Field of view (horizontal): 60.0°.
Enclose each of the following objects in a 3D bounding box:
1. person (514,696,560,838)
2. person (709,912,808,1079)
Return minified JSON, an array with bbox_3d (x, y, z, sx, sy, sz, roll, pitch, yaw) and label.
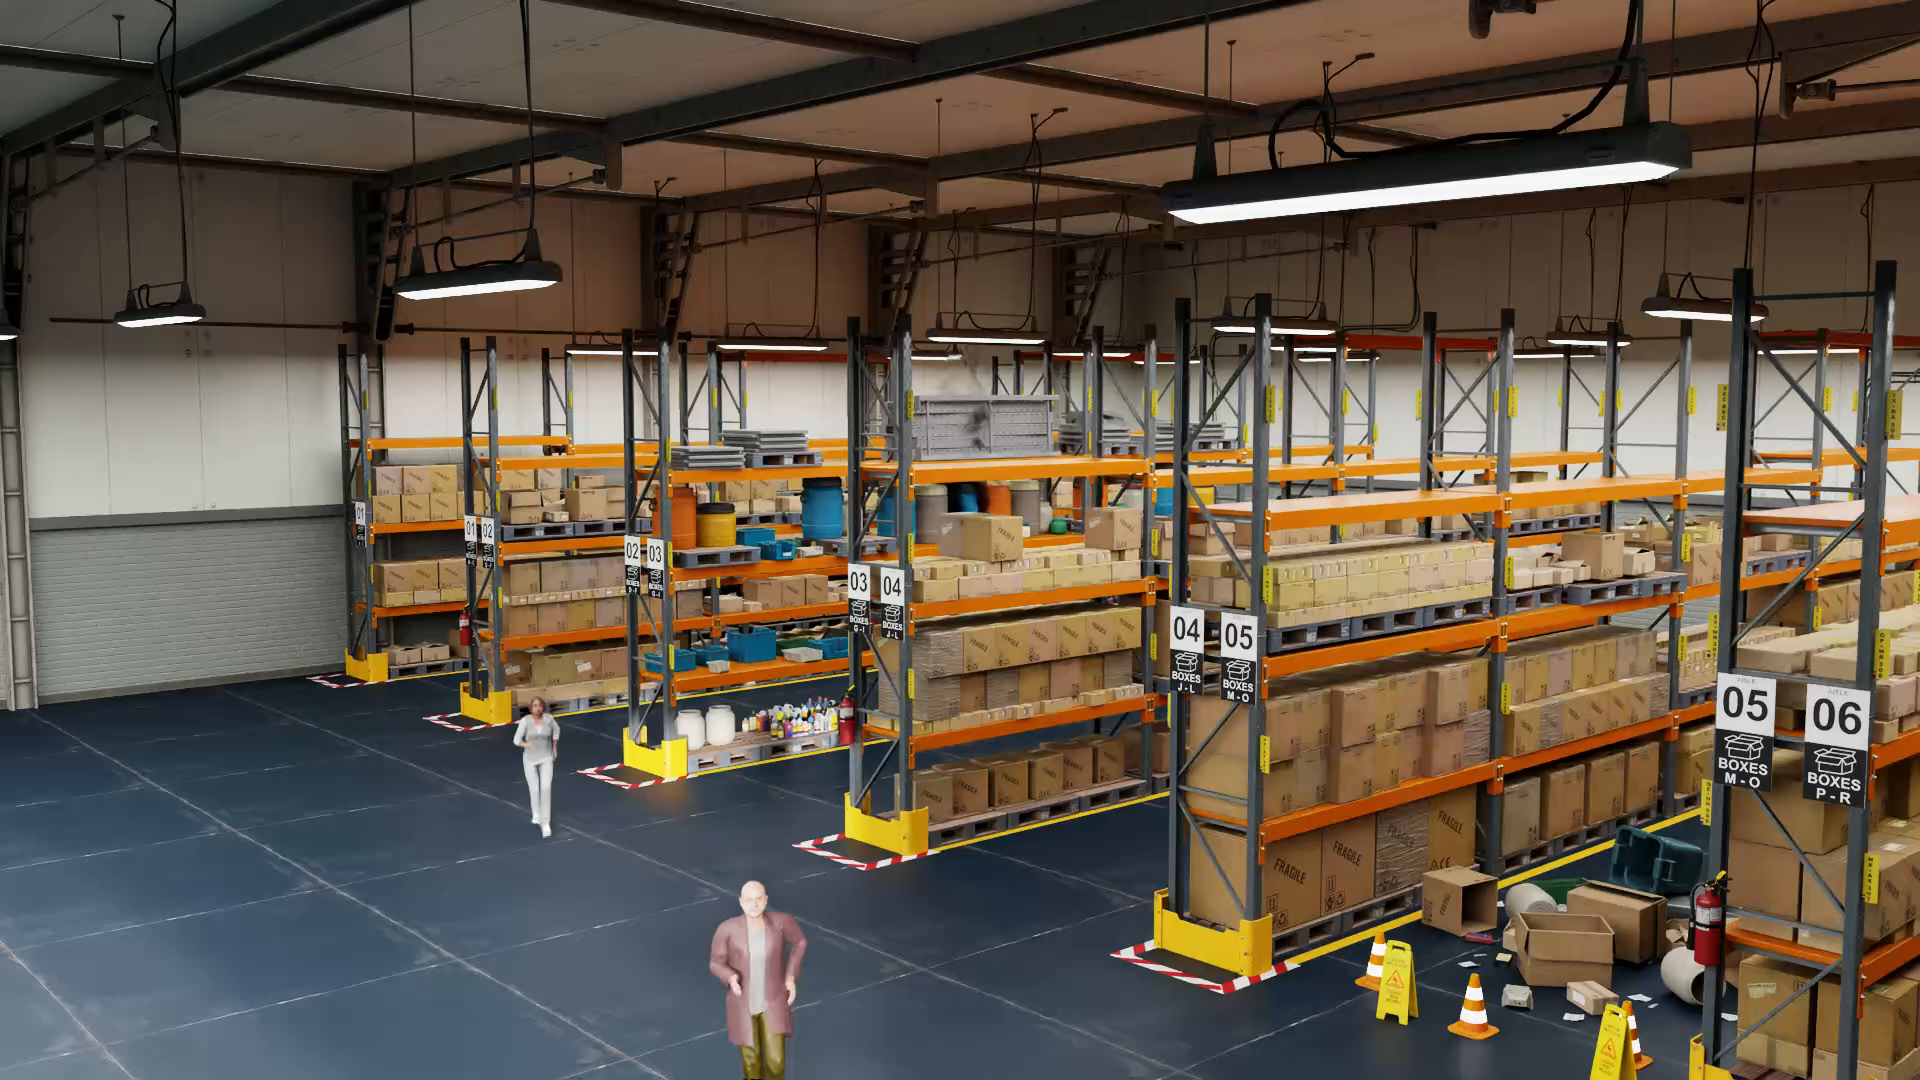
[{"bbox_3d":[-4.955,2.630,19.498,0.526,1.642,0.726,-1,5,-14],"label":"person"},{"bbox_3d":[-1.402,3.294,11.598,0.681,1.462,0.649,0,5,-5],"label":"person"}]
